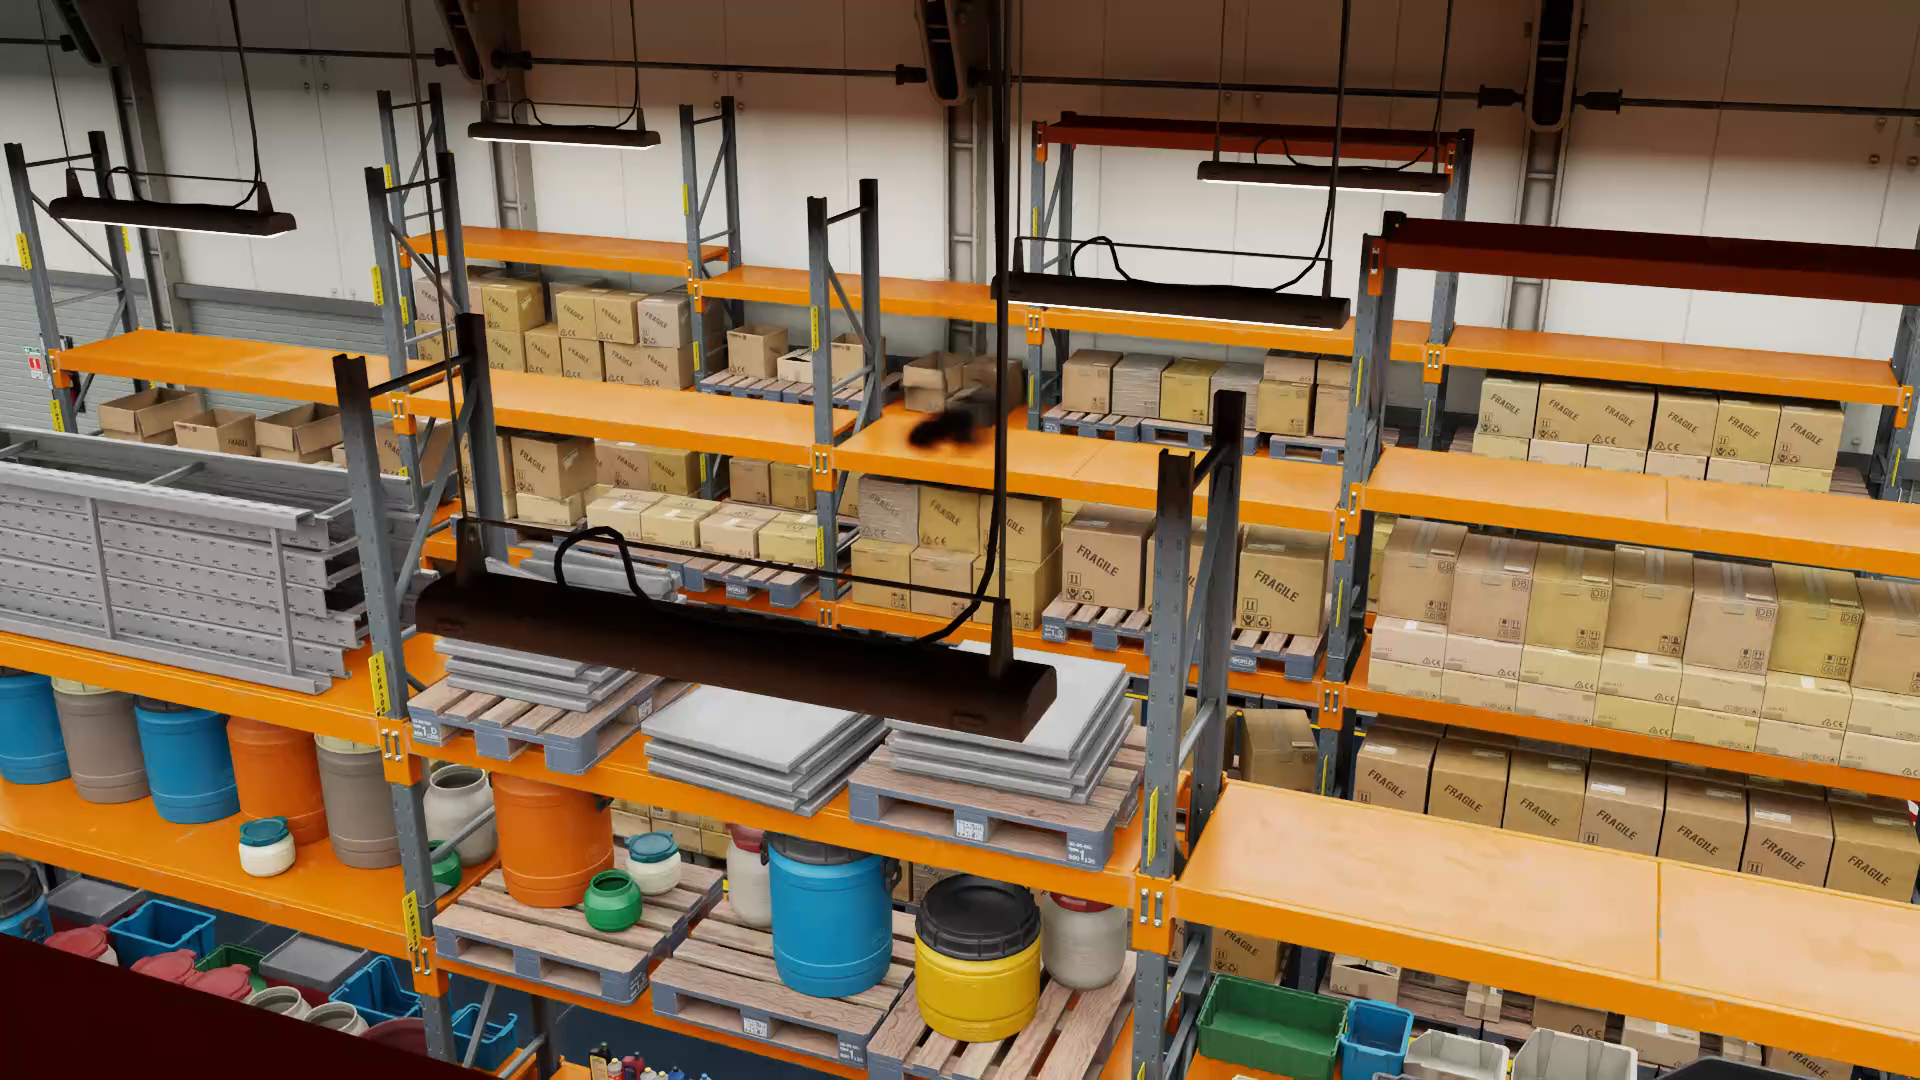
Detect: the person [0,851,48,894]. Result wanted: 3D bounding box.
[{"bbox_3d":[-7.914,2.387,13.818,0.692,1.689,0.578,2,21,5],"label":"person"}]
